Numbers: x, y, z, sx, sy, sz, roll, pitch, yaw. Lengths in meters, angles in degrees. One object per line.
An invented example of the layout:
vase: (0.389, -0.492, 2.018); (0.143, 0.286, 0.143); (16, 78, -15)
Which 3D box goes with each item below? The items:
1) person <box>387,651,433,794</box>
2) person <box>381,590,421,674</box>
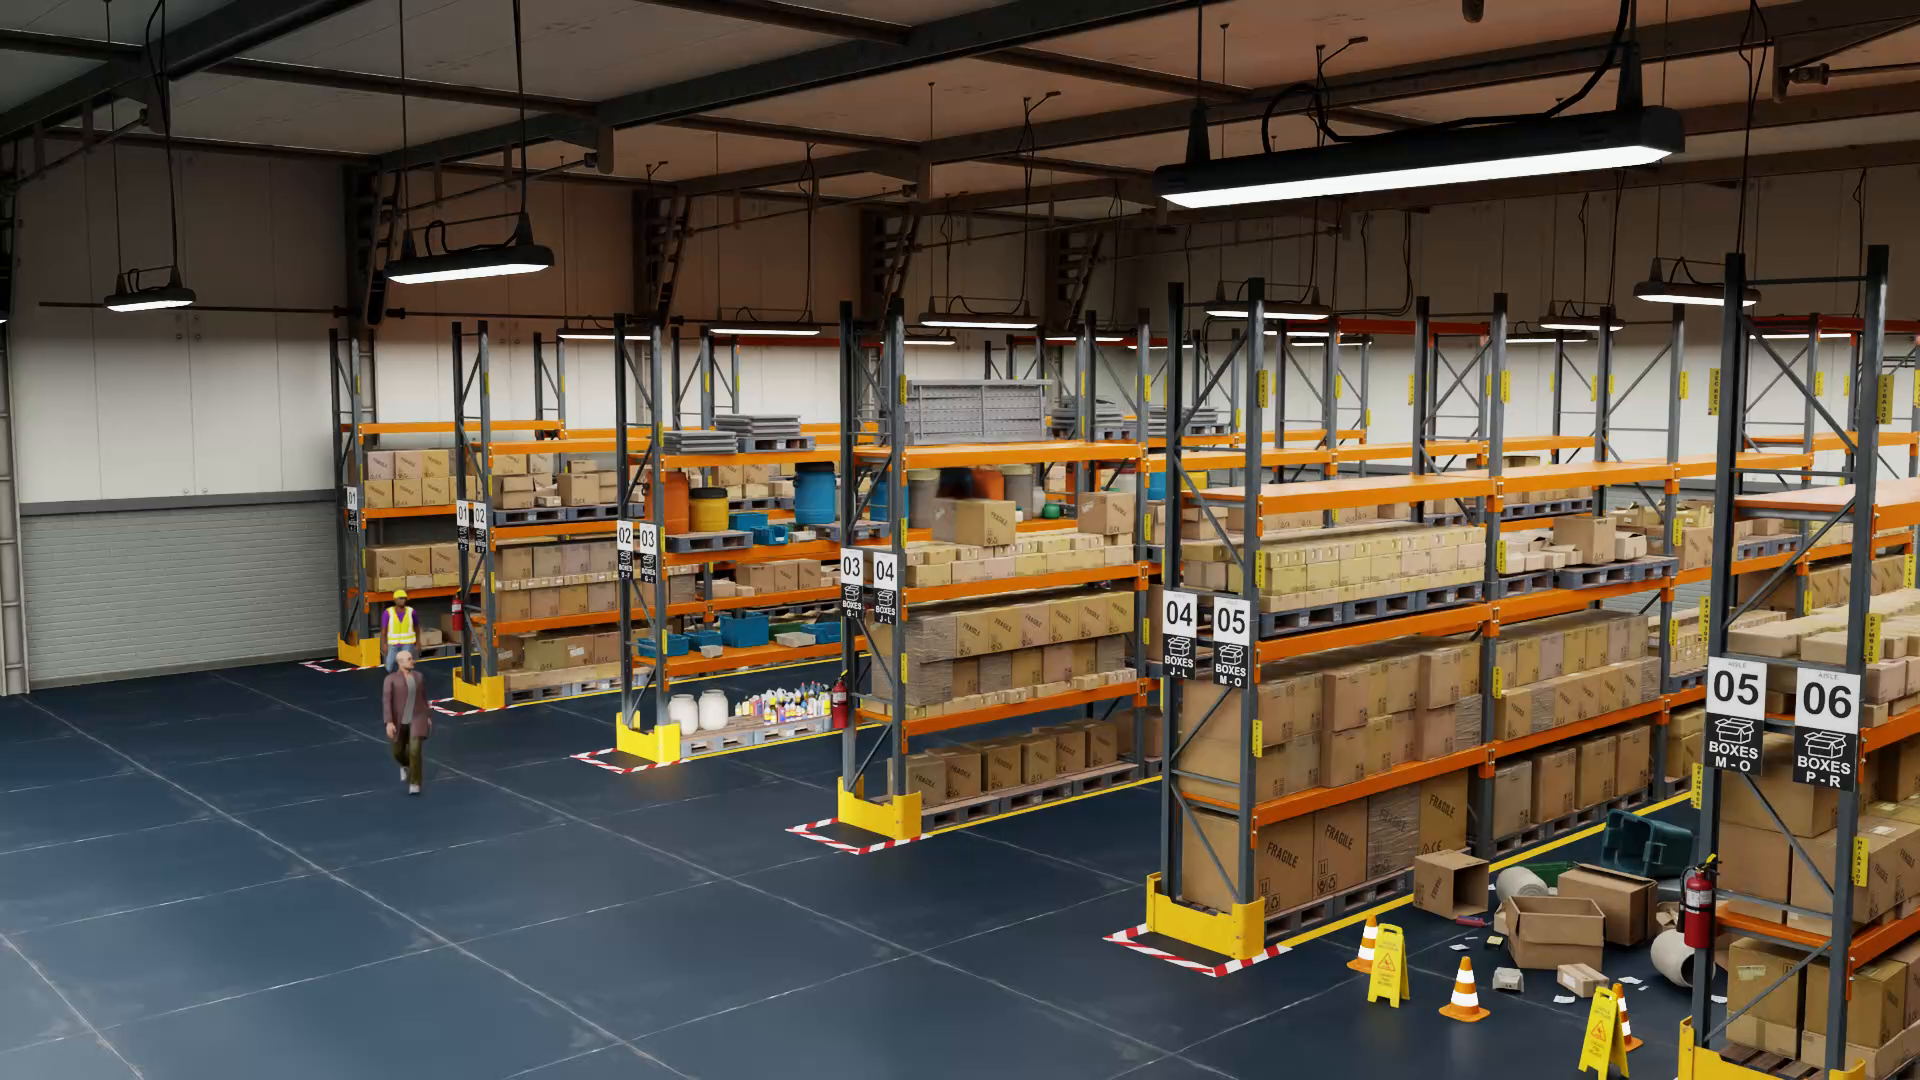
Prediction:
person: (-6.890, 2.242, 20.788); (0.529, 1.739, 0.862); (-1, 6, -8)
person: (-8.933, 1.627, 26.619); (0.595, 1.687, 0.500); (0, 6, 0)
